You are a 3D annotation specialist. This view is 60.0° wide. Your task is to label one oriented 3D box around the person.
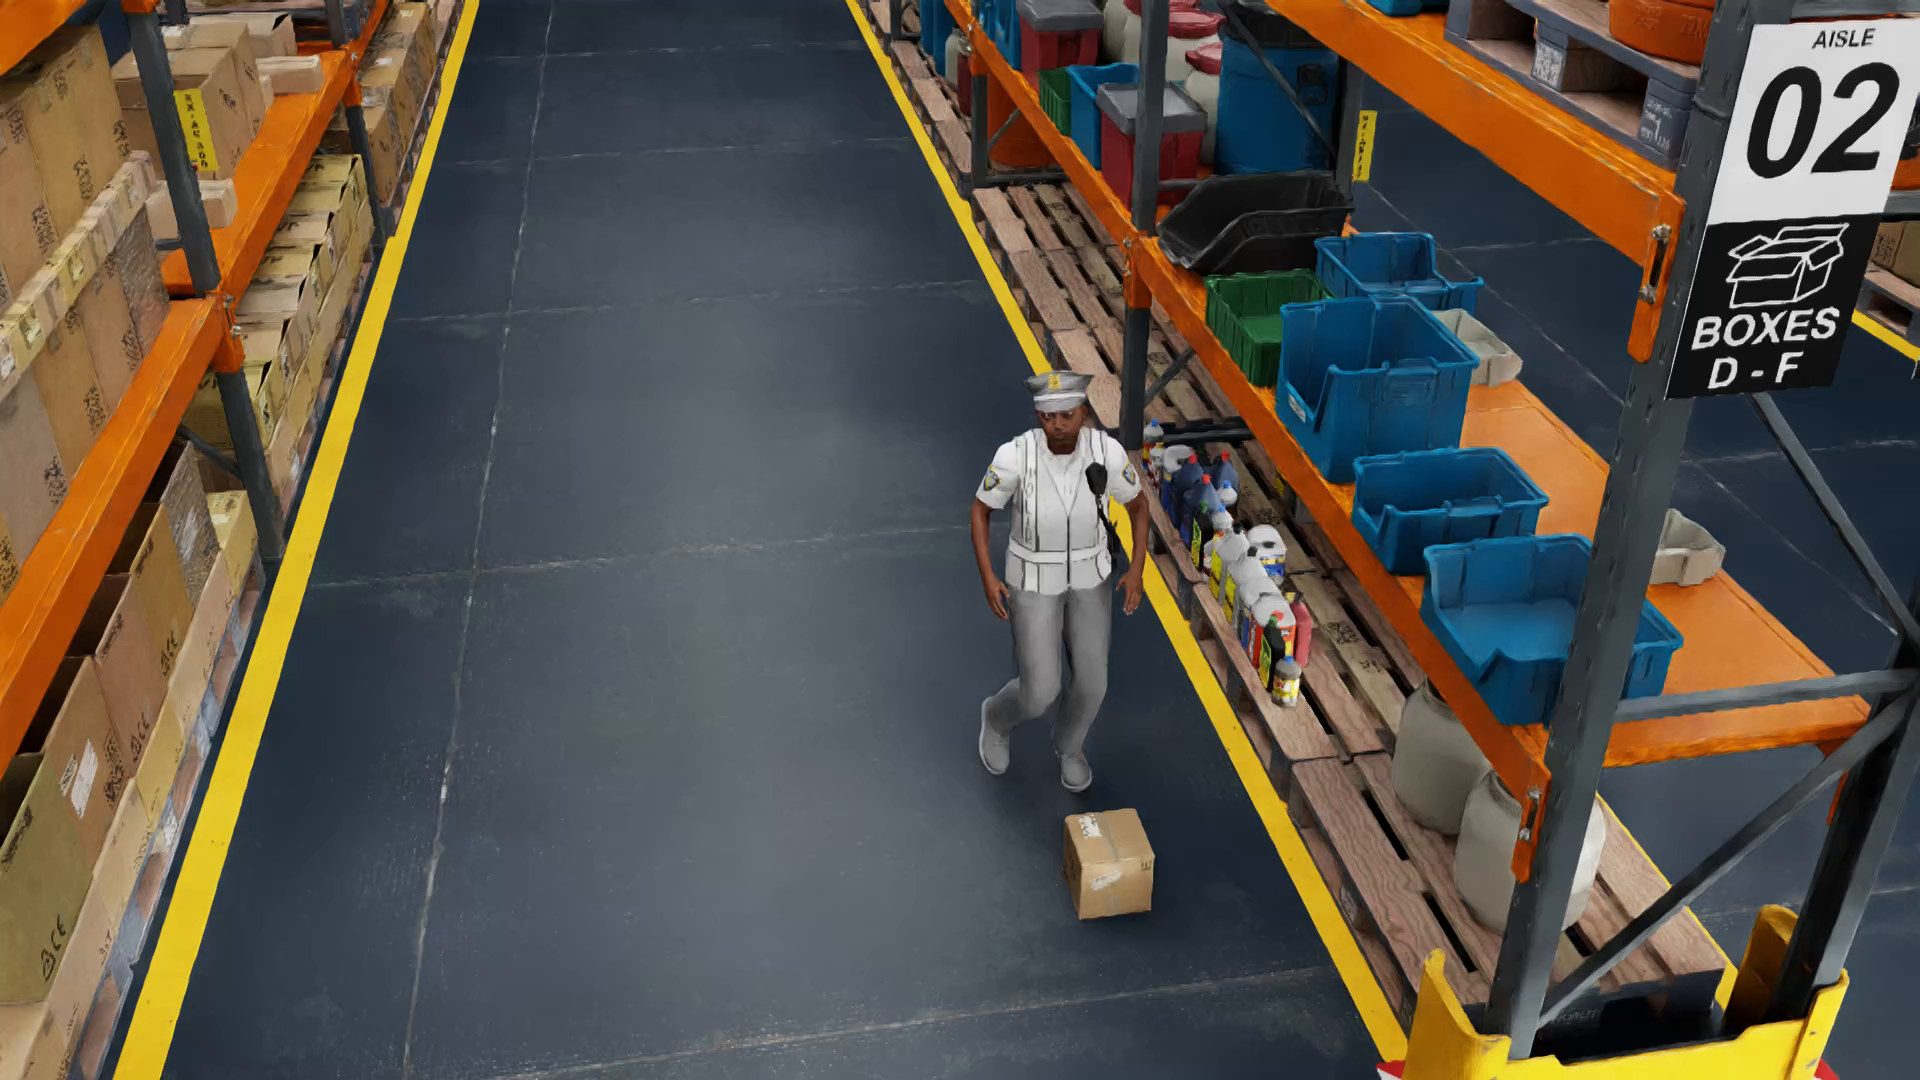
[{"bbox_3d":[0.381,0.167,5.861,0.626,1.670,0.469,-8,32,-14],"label":"person"}]
